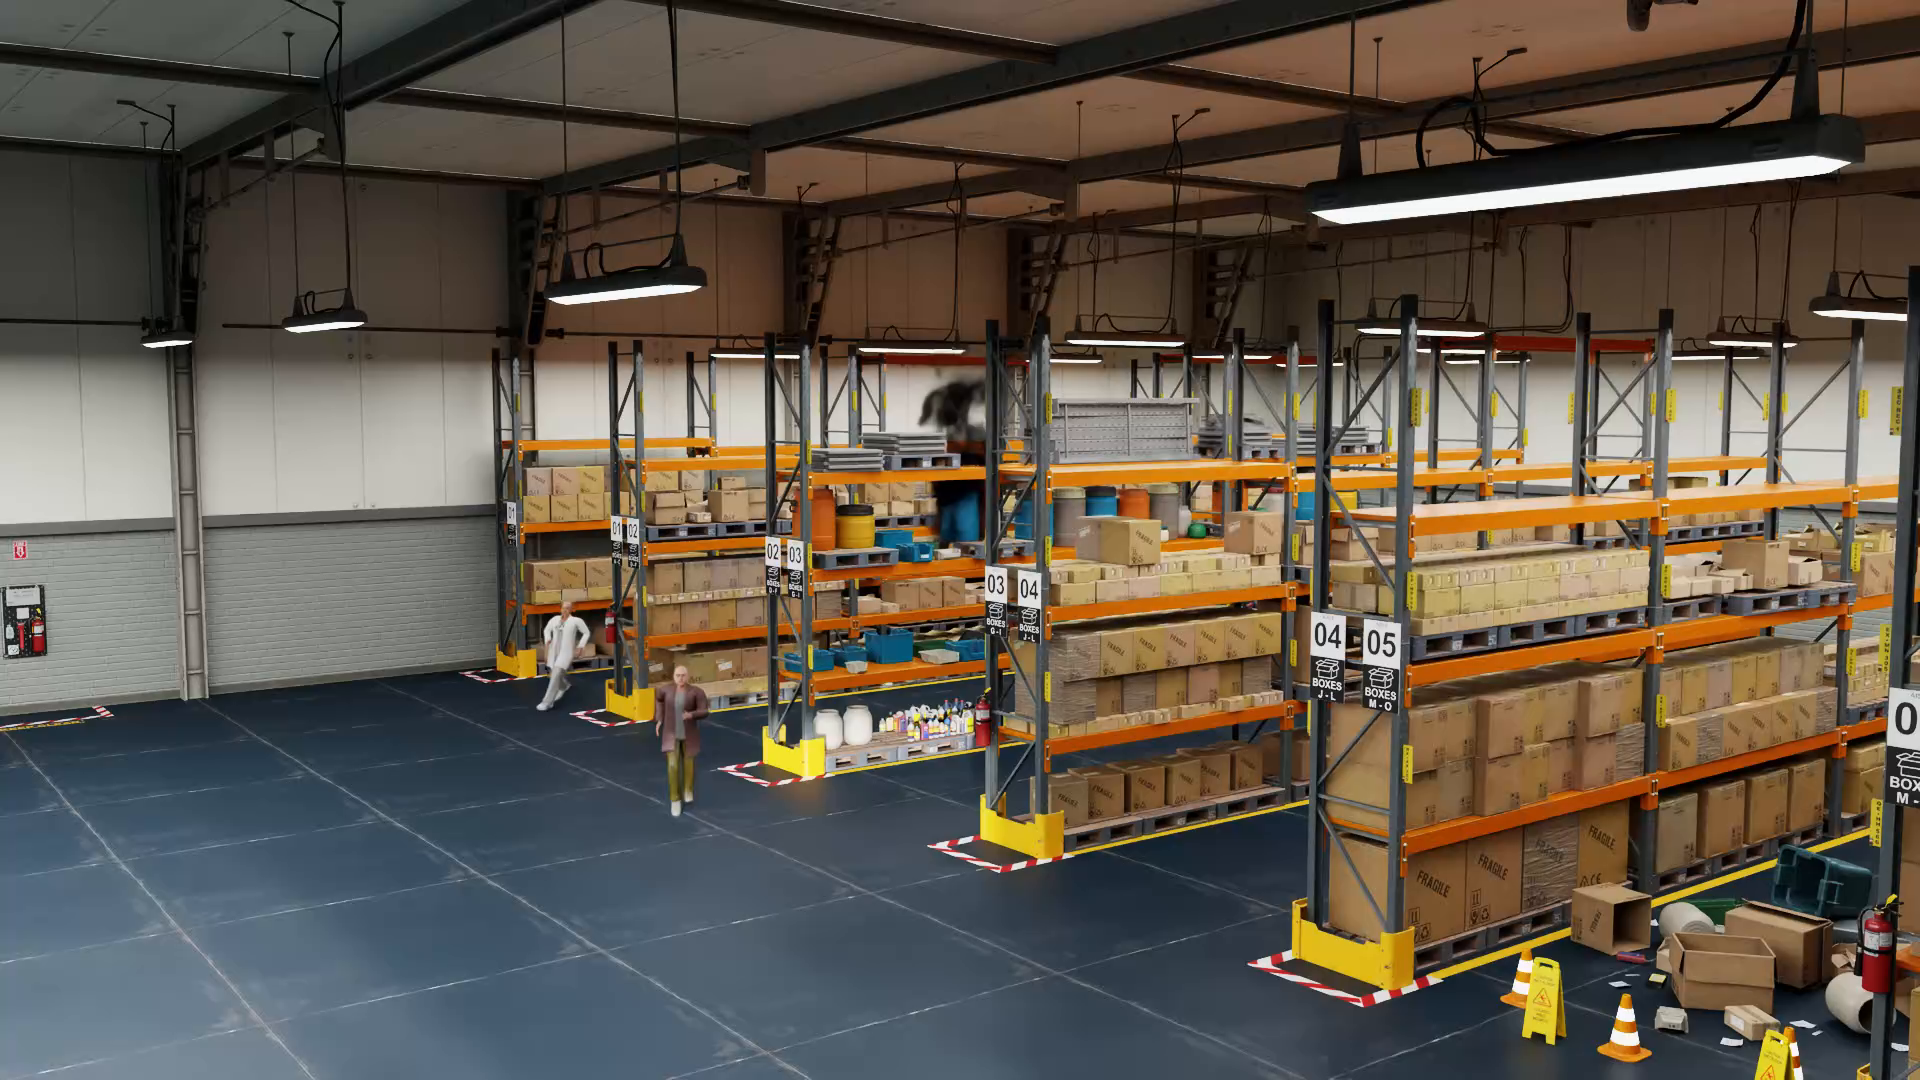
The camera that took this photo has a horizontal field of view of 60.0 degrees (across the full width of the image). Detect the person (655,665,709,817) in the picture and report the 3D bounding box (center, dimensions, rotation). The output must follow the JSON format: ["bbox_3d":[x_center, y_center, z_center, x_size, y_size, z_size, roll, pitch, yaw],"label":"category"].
[{"bbox_3d":[-3.449,2.466,20.632,0.666,1.848,0.937,-1,5,-8],"label":"person"}]

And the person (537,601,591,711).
[{"bbox_3d":[-6.532,1.908,27.359,0.770,1.675,1.049,2,5,19],"label":"person"}]
